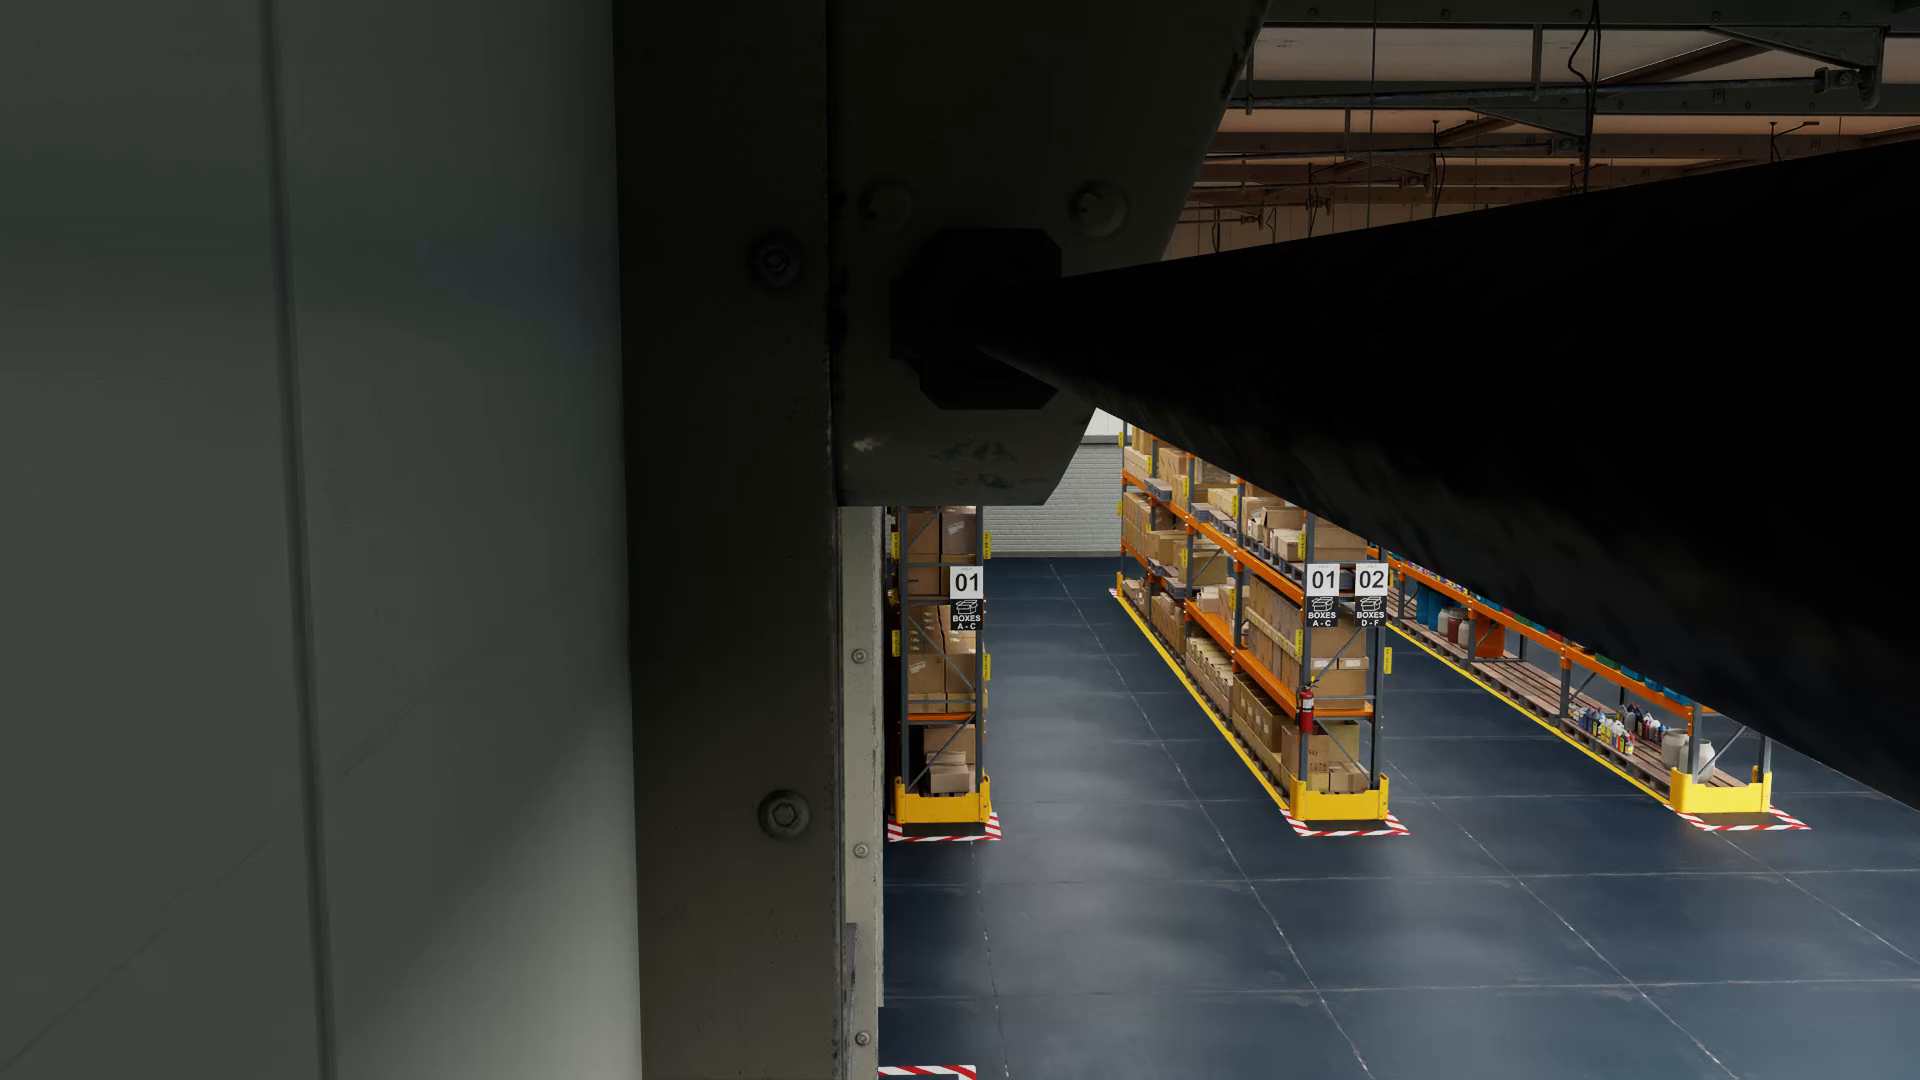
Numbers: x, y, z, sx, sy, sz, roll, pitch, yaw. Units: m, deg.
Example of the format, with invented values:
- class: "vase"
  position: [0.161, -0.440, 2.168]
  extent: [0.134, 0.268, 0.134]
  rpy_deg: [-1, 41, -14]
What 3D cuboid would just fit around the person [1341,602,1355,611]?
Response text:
- class: "person"
  position: [6.750, 1.480, 28.696]
  extent: [0.589, 1.648, 0.569]
  rpy_deg: [-2, 8, -11]
